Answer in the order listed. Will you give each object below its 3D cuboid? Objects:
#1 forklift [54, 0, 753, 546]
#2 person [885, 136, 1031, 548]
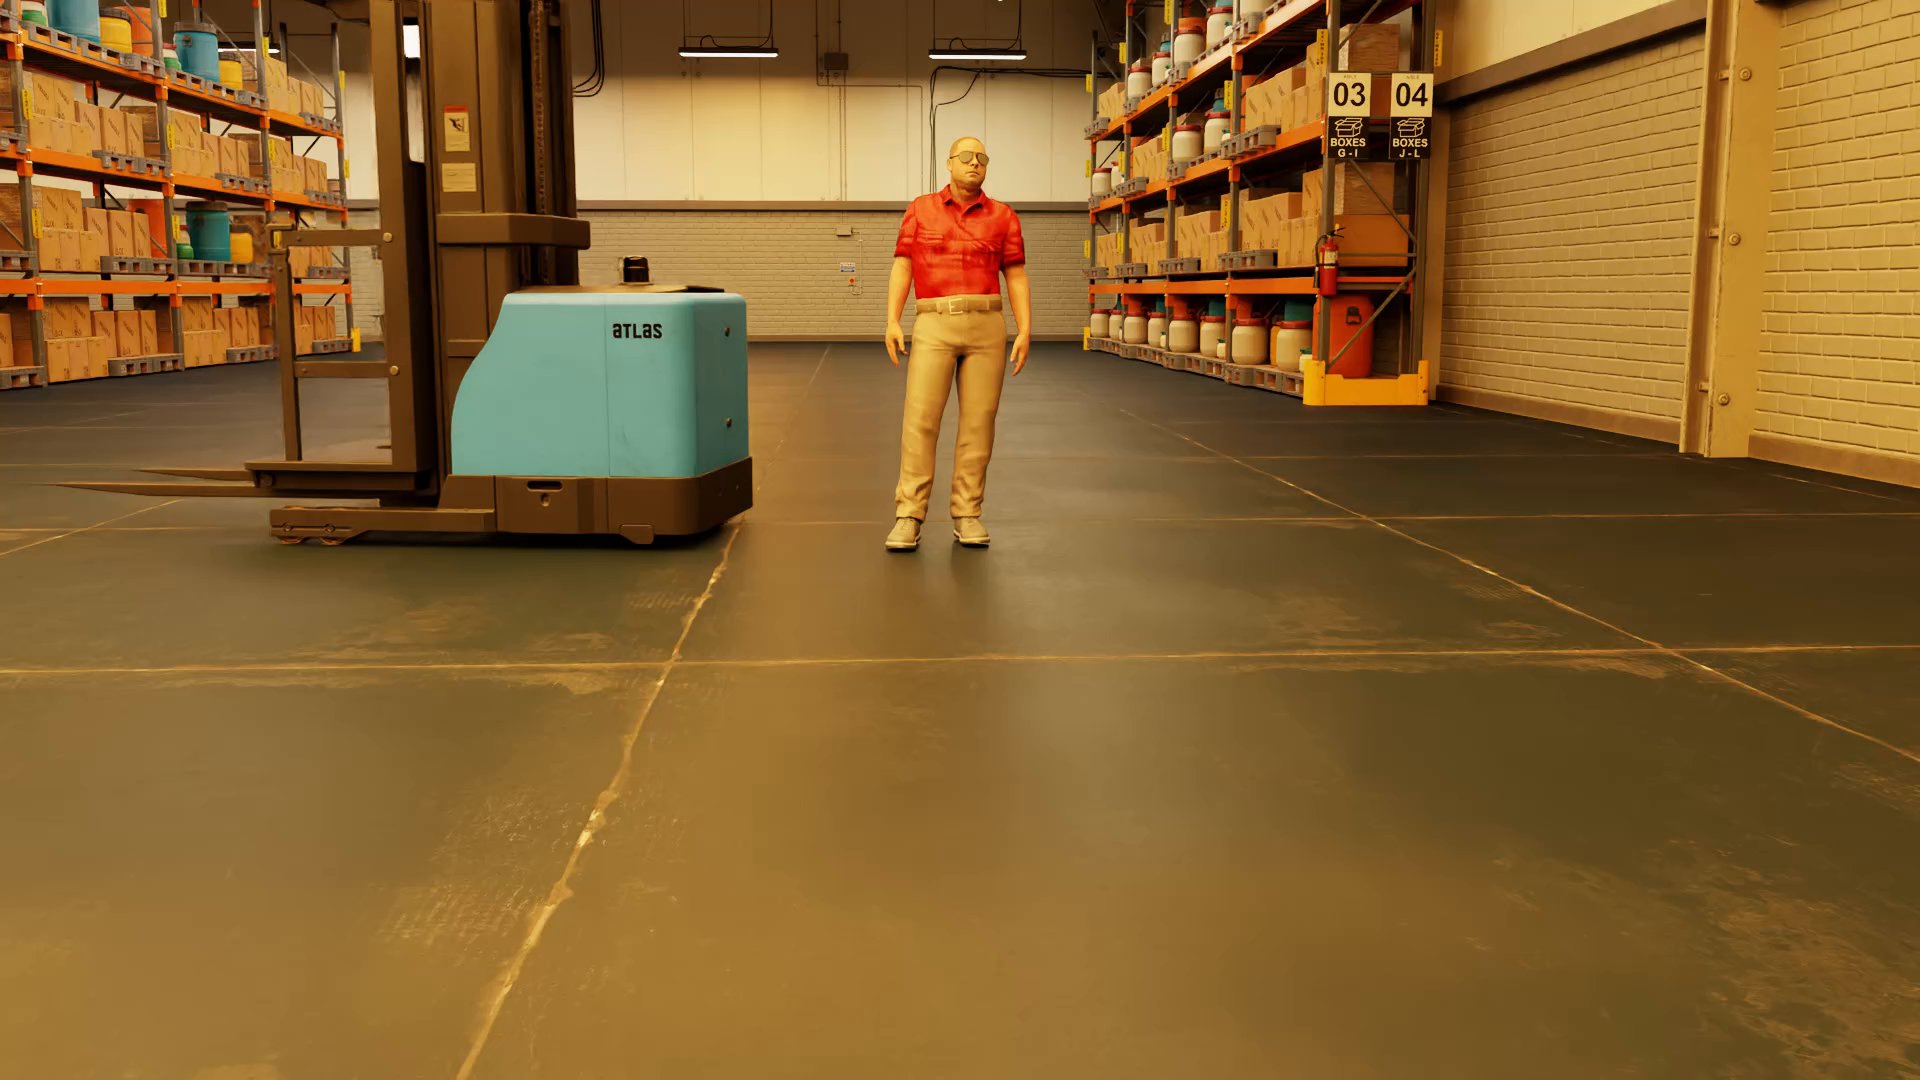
[{"bbox_3d":[-2.538,-1.501,7.442,3.031,2.935,1.130,1,9,7],"label":"forklift"},{"bbox_3d":[-0.006,-0.850,7.092,0.641,1.728,0.550,-1,8,-4],"label":"person"}]
